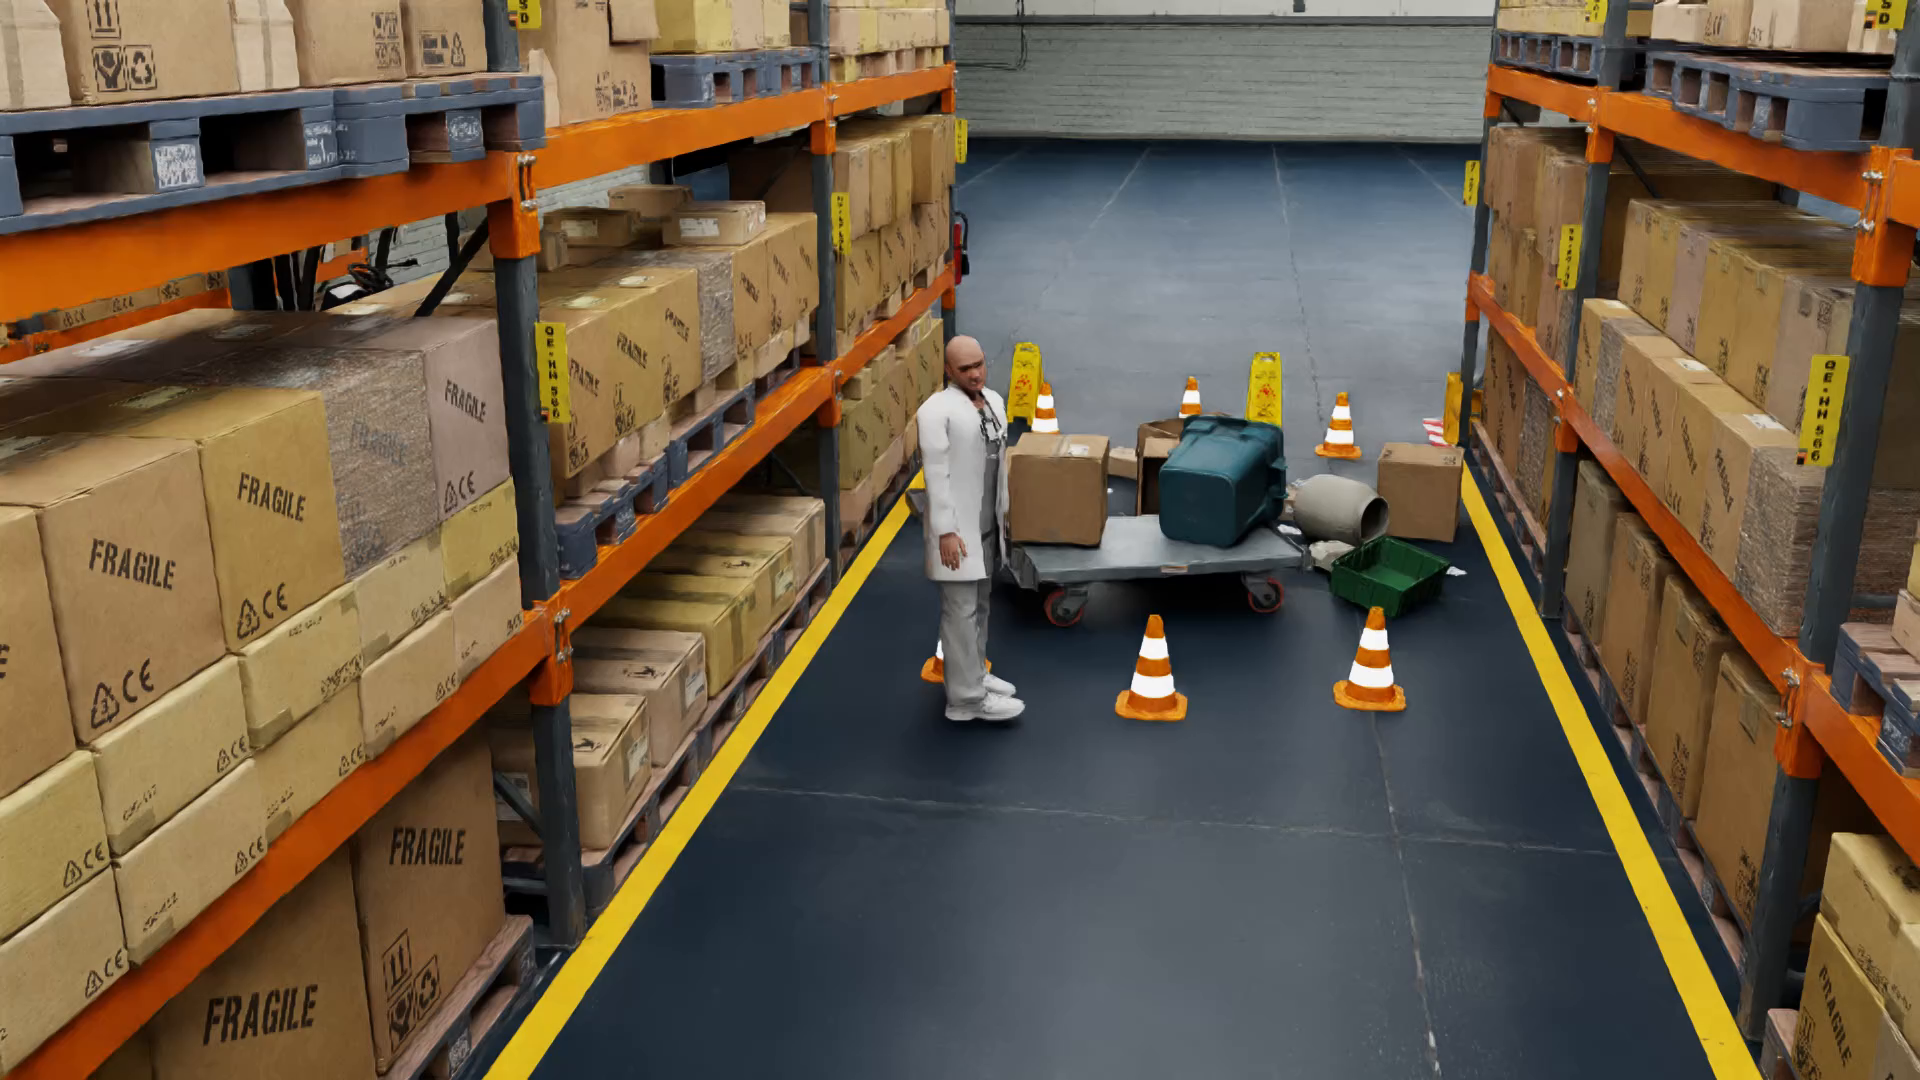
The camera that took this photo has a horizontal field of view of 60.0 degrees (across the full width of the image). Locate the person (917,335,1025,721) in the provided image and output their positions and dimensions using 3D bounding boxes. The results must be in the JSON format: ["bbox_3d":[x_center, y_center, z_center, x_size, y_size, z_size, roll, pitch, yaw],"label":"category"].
[{"bbox_3d":[0.092,-0.059,7.676,0.557,1.782,0.622,13,22,35],"label":"person"}]
